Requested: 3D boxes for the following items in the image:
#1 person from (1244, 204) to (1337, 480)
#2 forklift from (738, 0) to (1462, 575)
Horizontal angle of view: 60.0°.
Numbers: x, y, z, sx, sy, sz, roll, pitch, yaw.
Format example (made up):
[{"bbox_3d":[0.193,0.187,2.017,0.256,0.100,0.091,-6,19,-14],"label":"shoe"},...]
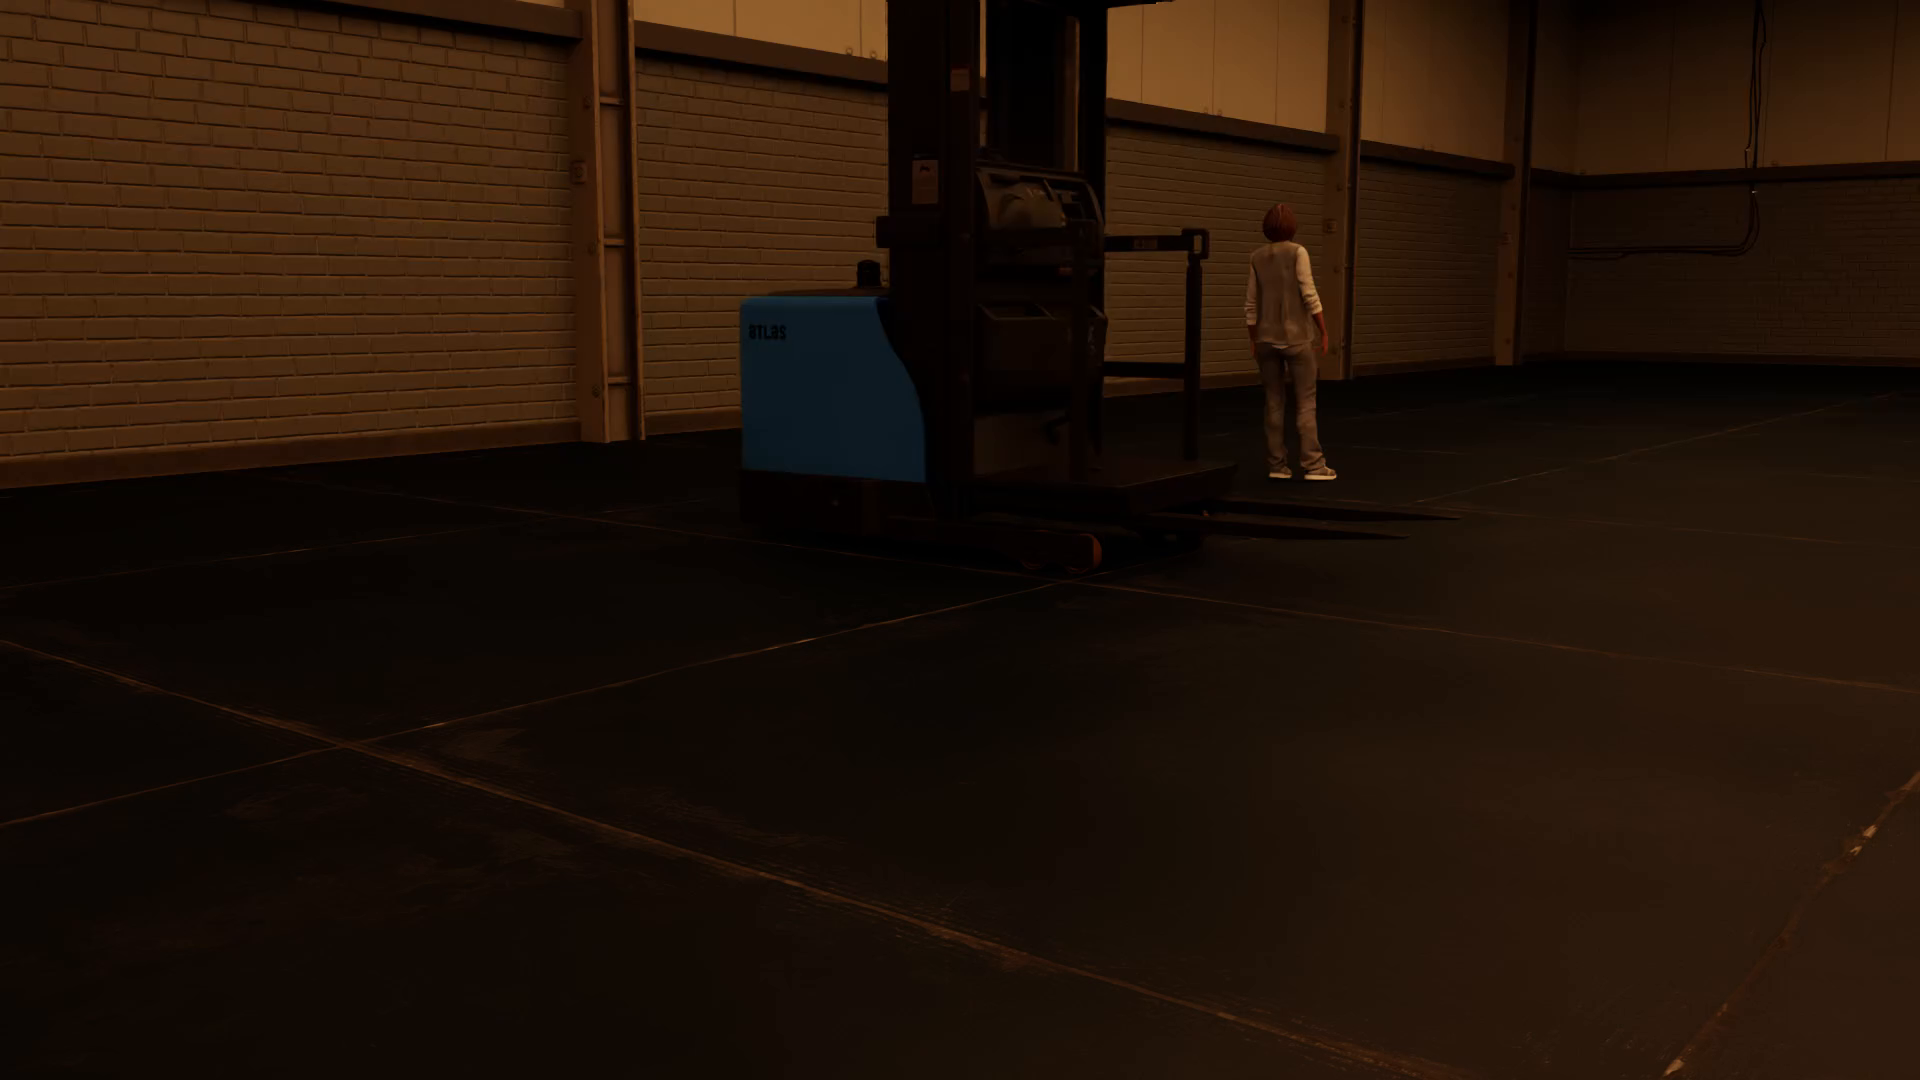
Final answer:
[{"bbox_3d":[1.931,-1.145,9.726,0.499,1.610,0.437,7,11,39],"label":"person"},{"bbox_3d":[0.515,-1.402,6.864,3.031,2.935,1.130,6,10,33],"label":"forklift"}]
